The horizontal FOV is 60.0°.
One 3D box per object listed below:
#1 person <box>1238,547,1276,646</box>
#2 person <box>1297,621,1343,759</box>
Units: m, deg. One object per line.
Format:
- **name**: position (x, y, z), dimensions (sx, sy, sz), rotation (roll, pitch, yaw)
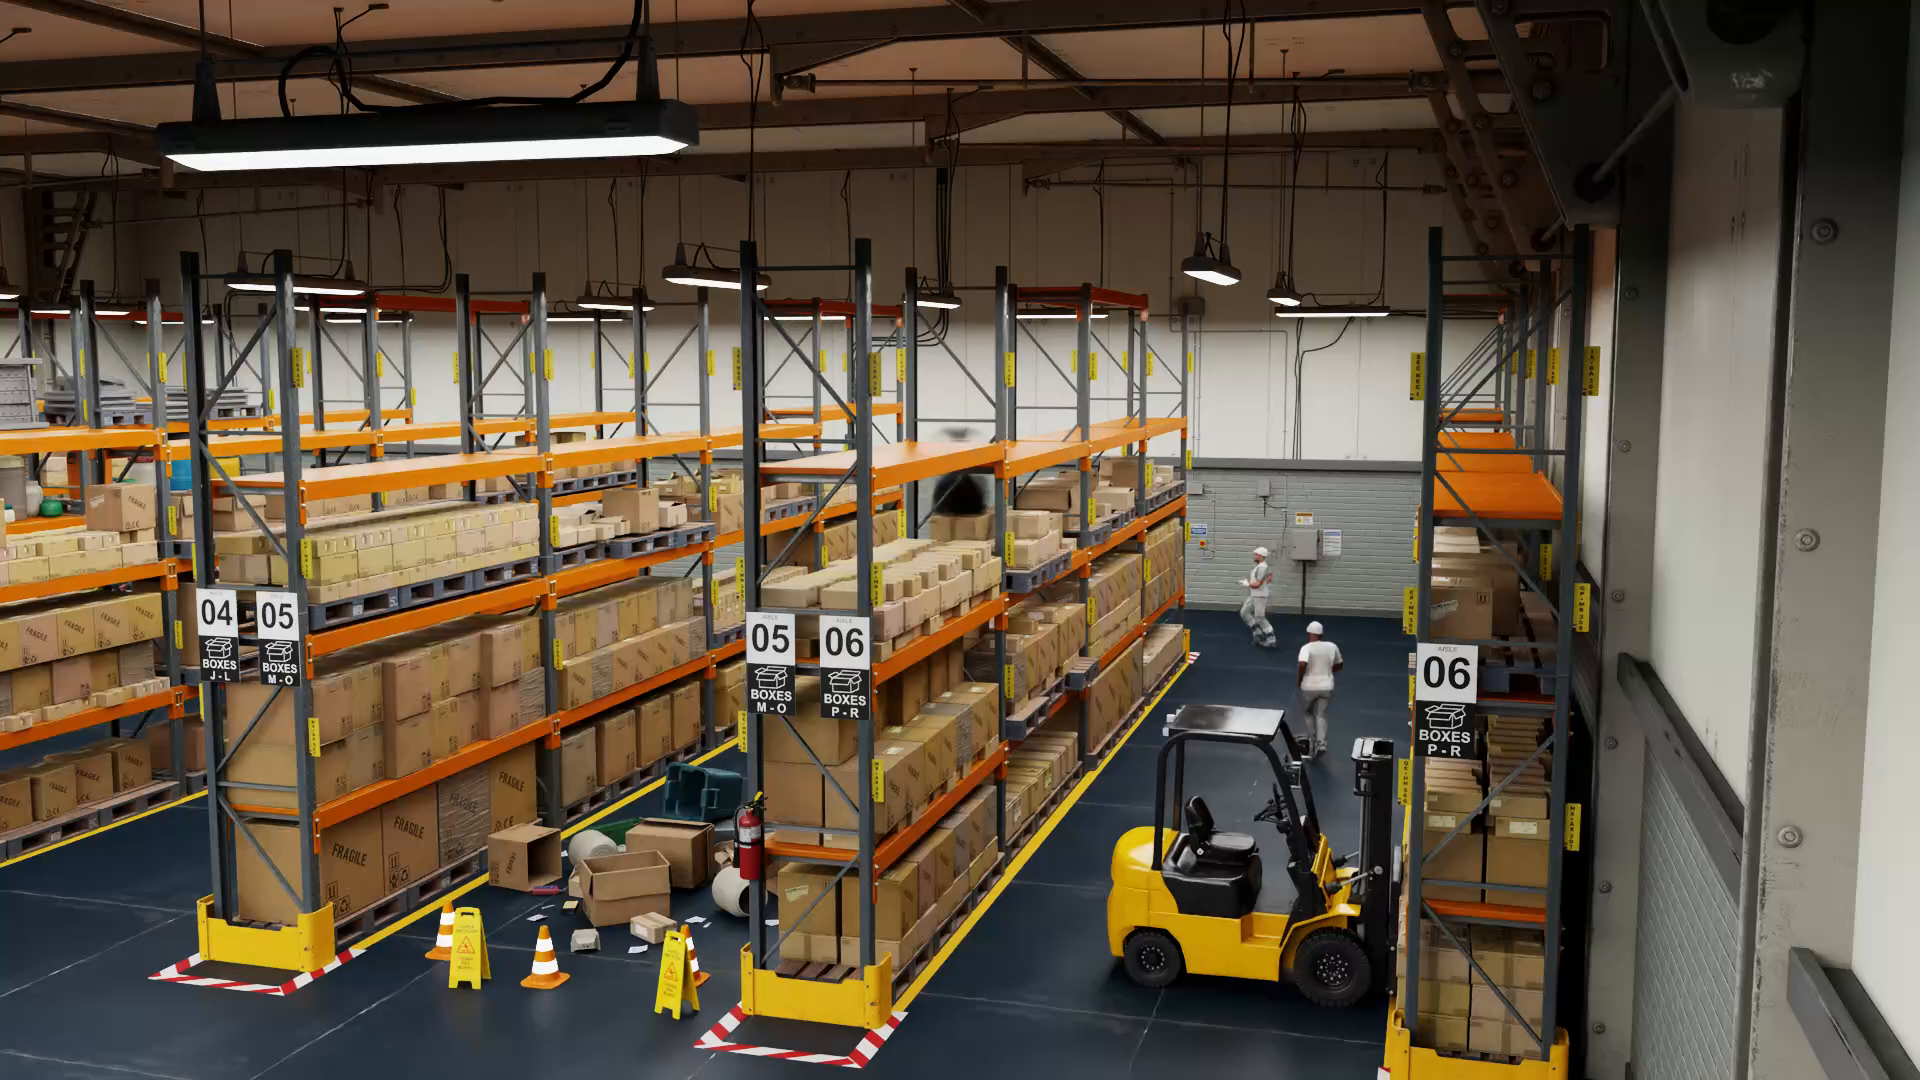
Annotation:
- **person**: position (5.224, 1.006, 29.249), dimensions (0.694, 1.781, 0.649), rotation (1, 6, 5)
- **person**: position (4.609, 1.927, 21.227), dimensions (0.665, 1.733, 0.841), rotation (-1, 6, -5)
